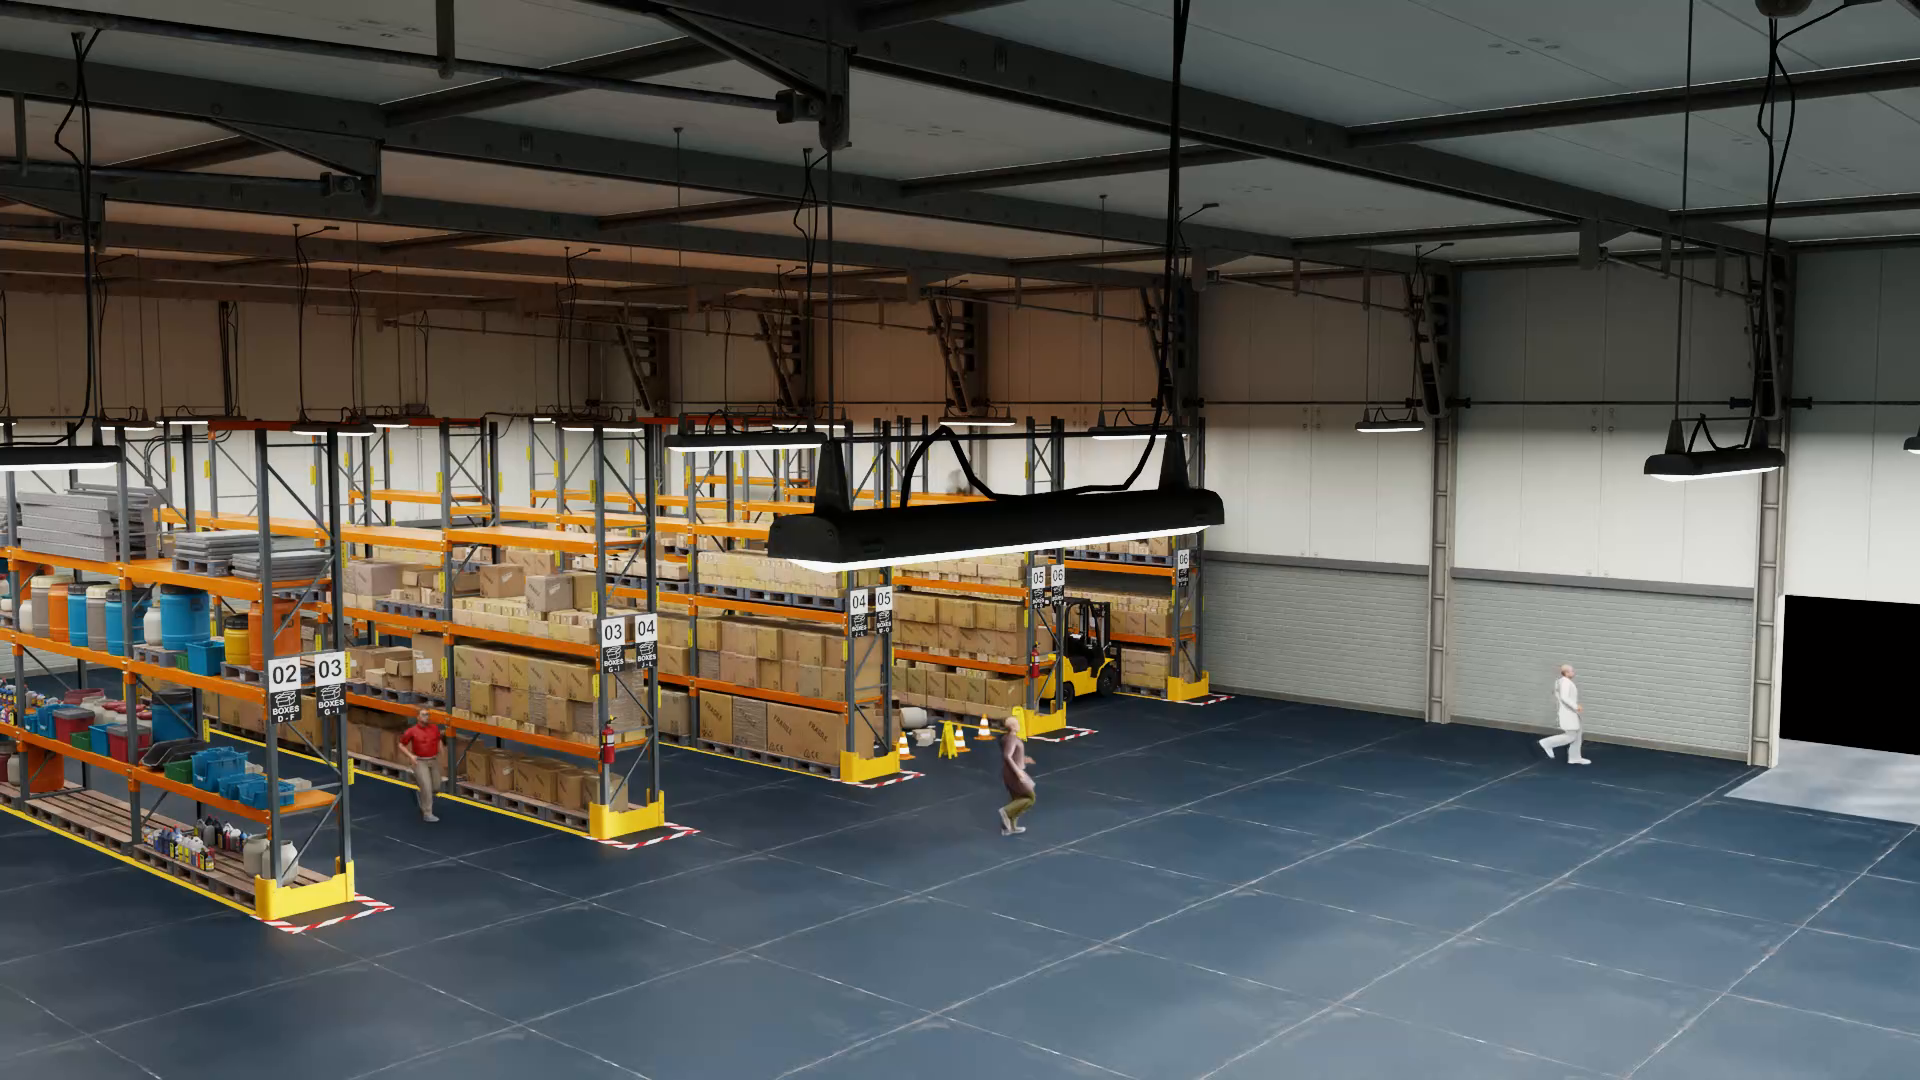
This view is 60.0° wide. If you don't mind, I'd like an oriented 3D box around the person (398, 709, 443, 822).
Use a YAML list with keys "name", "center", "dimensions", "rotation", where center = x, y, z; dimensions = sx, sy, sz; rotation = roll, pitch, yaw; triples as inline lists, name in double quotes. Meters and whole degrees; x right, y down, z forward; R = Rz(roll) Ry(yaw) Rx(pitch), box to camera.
- name: "person"
  center: [-8.130, 3.393, 25.217]
  dimensions: [0.758, 1.683, 0.672]
  rotation: [4, 6, 43]

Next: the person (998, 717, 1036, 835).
- name: "person"
  center: [0.835, 3.450, 24.332]
  dimensions: [0.624, 1.735, 0.713]
  rotation: [-1, 5, -14]

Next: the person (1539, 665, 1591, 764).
- name: "person"
  center: [10.577, 3.042, 29.026]
  dimensions: [0.865, 1.745, 0.726]
  rotation: [1, 5, 15]
